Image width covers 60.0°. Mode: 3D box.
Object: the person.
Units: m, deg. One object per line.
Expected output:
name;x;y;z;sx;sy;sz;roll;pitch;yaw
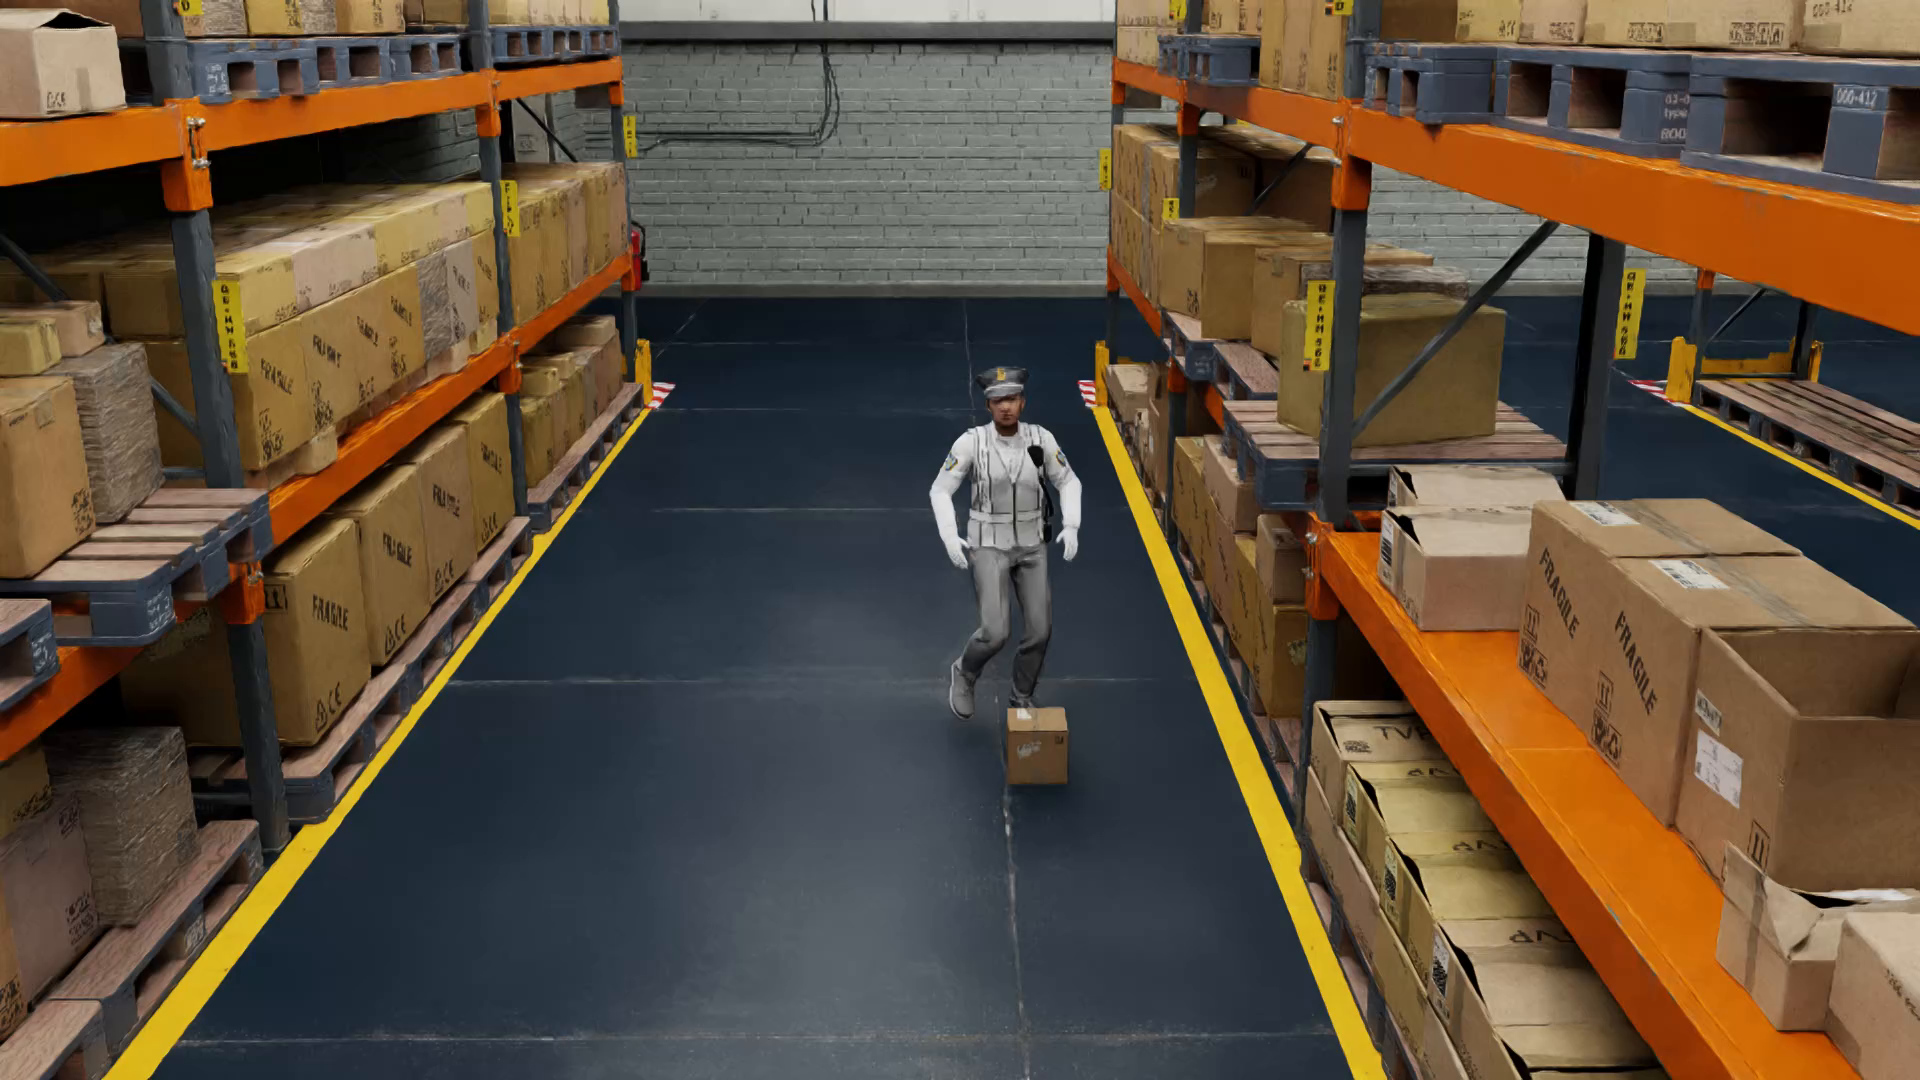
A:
person;0.242;0.044;7.392;0.675;1.657;0.467;-6;18;-18
